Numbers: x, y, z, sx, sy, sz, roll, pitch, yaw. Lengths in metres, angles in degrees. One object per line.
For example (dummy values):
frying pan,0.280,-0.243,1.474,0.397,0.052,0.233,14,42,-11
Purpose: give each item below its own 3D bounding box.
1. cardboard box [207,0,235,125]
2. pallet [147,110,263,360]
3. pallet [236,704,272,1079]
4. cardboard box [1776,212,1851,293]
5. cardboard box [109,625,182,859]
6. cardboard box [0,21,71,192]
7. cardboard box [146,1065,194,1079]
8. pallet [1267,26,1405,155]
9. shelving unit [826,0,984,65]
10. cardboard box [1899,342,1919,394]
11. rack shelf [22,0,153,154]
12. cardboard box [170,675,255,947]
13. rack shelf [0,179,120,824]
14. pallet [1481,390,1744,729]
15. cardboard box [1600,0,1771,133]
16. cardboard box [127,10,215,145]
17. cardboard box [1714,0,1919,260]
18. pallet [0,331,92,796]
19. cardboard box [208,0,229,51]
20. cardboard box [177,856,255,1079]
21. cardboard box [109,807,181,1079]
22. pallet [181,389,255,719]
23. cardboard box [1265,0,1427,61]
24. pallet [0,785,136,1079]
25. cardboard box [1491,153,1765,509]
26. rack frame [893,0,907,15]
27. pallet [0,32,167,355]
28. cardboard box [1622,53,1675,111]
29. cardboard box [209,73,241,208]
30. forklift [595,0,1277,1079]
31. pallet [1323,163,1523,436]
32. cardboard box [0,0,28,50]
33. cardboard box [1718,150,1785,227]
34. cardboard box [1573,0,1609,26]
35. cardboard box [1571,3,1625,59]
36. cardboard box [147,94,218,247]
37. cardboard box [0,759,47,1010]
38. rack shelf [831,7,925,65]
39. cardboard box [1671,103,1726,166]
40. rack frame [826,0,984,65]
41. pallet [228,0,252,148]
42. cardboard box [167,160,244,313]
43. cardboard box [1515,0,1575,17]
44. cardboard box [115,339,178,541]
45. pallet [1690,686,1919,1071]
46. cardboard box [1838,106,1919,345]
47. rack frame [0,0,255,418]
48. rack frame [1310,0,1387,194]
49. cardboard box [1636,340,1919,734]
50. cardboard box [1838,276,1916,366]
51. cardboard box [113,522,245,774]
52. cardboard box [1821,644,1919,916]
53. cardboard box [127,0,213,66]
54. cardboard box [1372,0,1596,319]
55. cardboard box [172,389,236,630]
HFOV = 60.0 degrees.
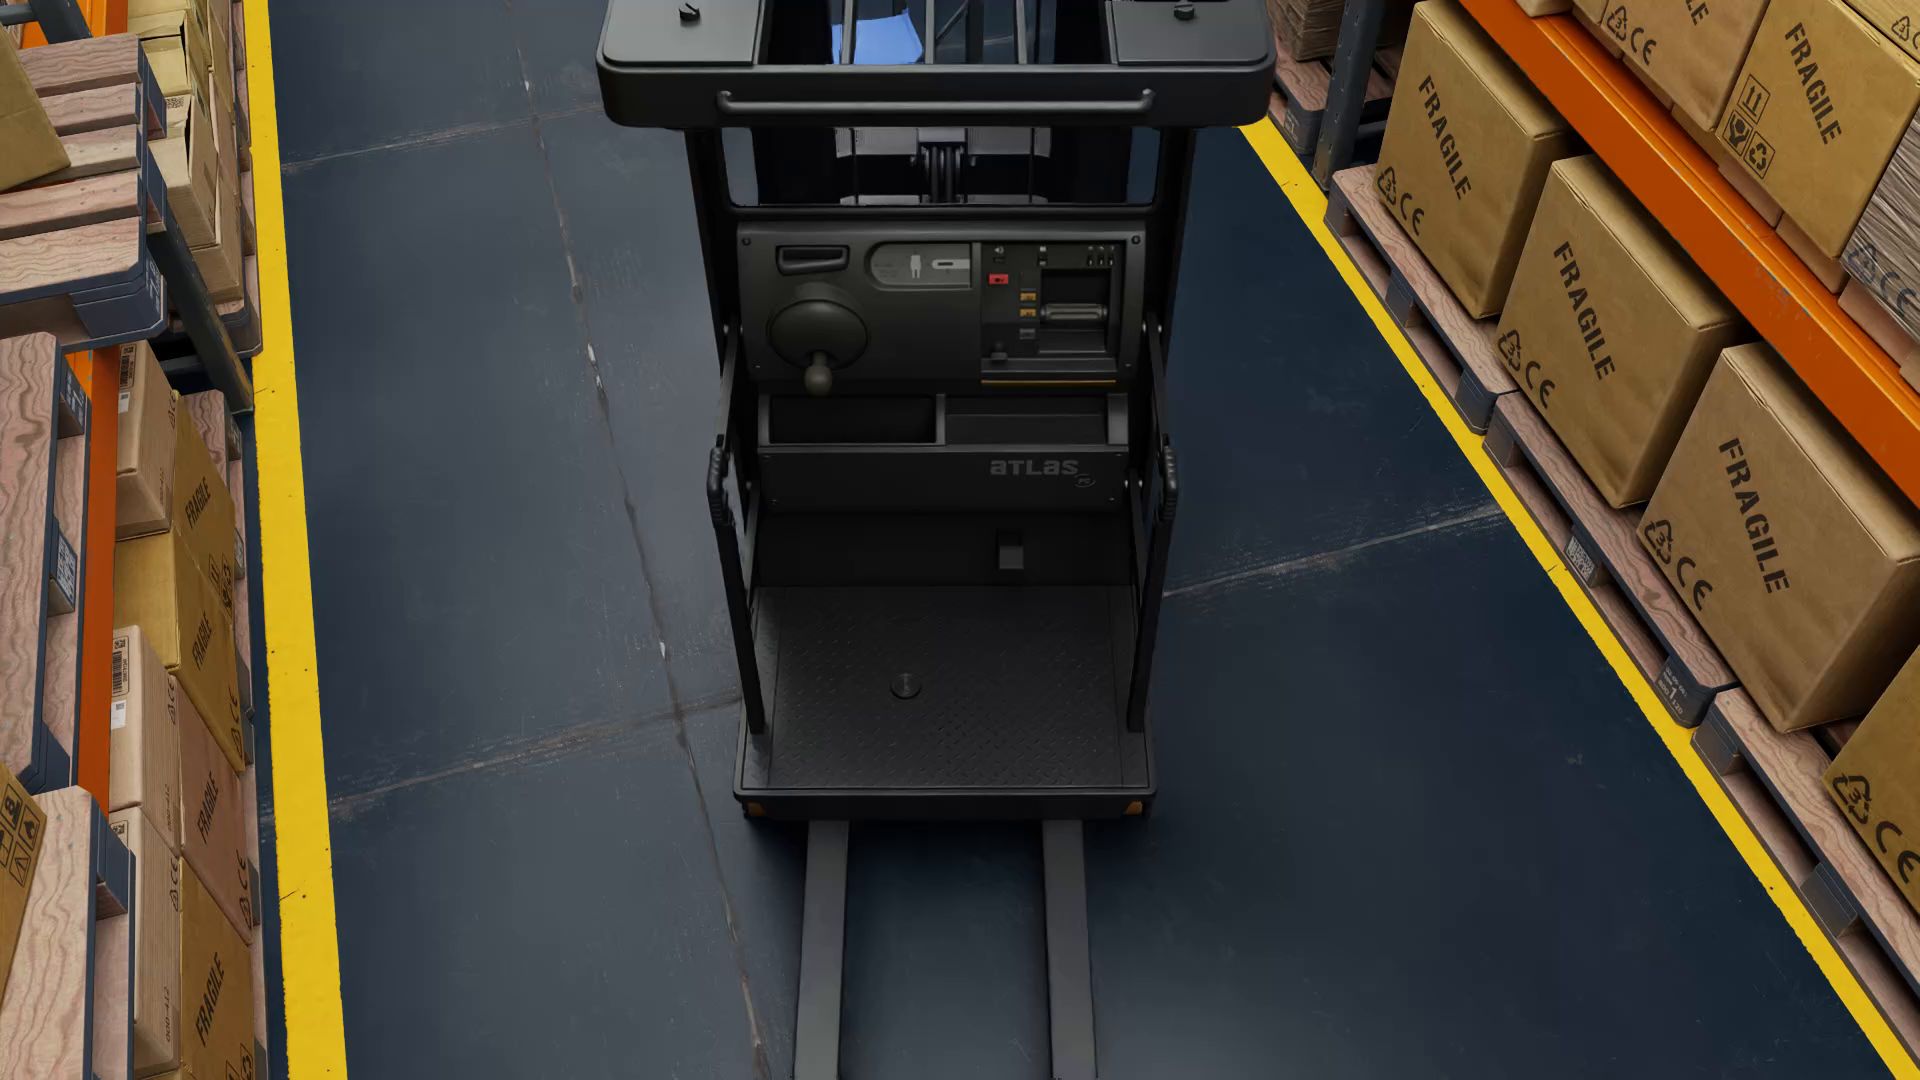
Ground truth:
cardboard box,-3.060,-1.771,6.305,0.500,0.250,0.500,-15,51,-12
pallet,-3.083,-1.039,5.988,1.003,0.211,1.213,-13,51,-11
pallet,-2.335,1.015,4.257,1.003,0.211,1.213,-13,51,-11
cardboard box,2.265,-0.772,4.090,0.380,0.149,0.250,-12,51,-10
cardboard box,-2.049,0.511,3.714,0.500,0.250,0.500,-14,51,-12
cardboard box,-2.583,-1.061,3.842,0.700,0.500,0.500,-30,56,-23
cardboard box,-1.772,1.462,3.403,0.500,0.500,0.500,-13,51,-10
pallet,1.625,-2.123,6.901,1.003,0.211,1.213,-13,51,-11
shelving unit,-0.307,-1.567,5.590,0.538,1.500,1.048,-12,51,-10
cardboard box,2.393,-0.389,3.767,0.380,0.149,0.250,-13,51,-11
rack shelf,-3.468,-2.556,5.914,1.077,0.370,4.000,-13,51,-11
cardboard box,-2.062,0.726,4.023,0.500,0.500,0.500,-15,52,-12
rack shelf,-2.285,0.365,3.451,1.077,0.370,4.000,-13,51,-11
pallet,2.373,-0.069,5.170,1.003,0.211,1.213,-13,51,-11
cardboard box,2.045,-1.425,4.216,0.500,0.500,0.500,-14,51,-11
cardboard box,-2.914,-1.588,5.784,0.500,0.311,0.500,-14,51,-12
cardboard box,2.207,-1.046,3.897,0.500,0.500,0.500,-12,51,-10
pallet,-2.297,0.154,3.284,1.003,0.211,1.213,-13,51,-11
cardboard box,-3.211,-2.145,6.621,0.500,0.250,0.500,-12,51,-10
cardboard box,-1.913,1.096,3.712,0.500,0.500,0.500,-13,51,-11
cardboard box,-1.900,0.877,3.405,0.500,0.250,0.500,-13,51,-11
pallet,-2.692,0.125,5.007,1.003,0.211,1.213,-13,51,-11
cardboard box,1.592,-2.301,6.575,0.700,0.500,0.500,-13,51,-10
pallet,-1.826,1.047,2.531,1.003,0.211,1.213,-13,51,-11
cardboard box,2.199,-0.685,4.997,0.750,0.750,0.750,-14,51,-11
rack frame,-0.438,-1.942,5.907,0.500,1.500,0.032,-12,51,-10
pallet,-2.609,-0.787,4.077,1.213,0.211,1.003,-13,51,-11
cardboard box,2.072,-1.340,4.569,0.380,0.149,0.250,-12,51,-10
cardboard box,-2.900,-1.393,5.986,0.500,0.250,0.500,-15,51,-12
forklift,-0.039,-0.430,3.695,1.130,2.935,3.031,0,50,0
pallet,2.016,-0.959,5.920,1.003,0.211,1.213,-13,51,-11
cardboard box,-2.942,-1.574,4.674,0.500,0.311,0.500,-10,51,-9
cardboard box,2.194,-0.965,4.253,0.380,0.149,0.250,-13,51,-11
cardboard box,1.900,-1.788,4.522,0.500,0.500,0.500,-12,51,-10
cardboard box,1.987,-1.528,4.728,0.380,0.149,0.250,-14,51,-11
cardboard box,-2.751,-1.206,5.462,0.500,0.311,0.500,-12,51,-10
cardboard box,-1.884,0.542,2.491,0.700,0.500,0.500,-6,50,-5
rack shelf,-0.307,-1.451,5.728,0.538,0.185,1.000,-12,51,-10
cardboard box,2.138,-1.150,4.408,0.380,0.149,0.250,-13,51,-10
rack frame,-0.176,-1.191,5.273,0.500,1.500,0.032,-12,51,-10
pallet,-3.440,-1.928,6.738,1.003,0.211,1.213,-13,51,-11
cardboard box,-2.751,-1.026,5.676,0.500,0.250,0.500,-13,51,-11
cardboard box,1.794,-1.684,4.859,0.380,0.149,0.250,-12,51,-10
cardboard box,-2.355,-0.235,4.343,0.500,0.250,0.500,-12,51,-10
pallet,2.737,0.823,4.418,1.003,0.211,1.213,-13,51,-11
cardboard box,2.359,-0.683,3.591,0.500,0.500,0.500,-13,51,-11
rack frame,-2.877,-1.328,4.407,1.000,3.000,0.127,-13,51,-11
rack frame,1.854,-2.450,5.354,1.000,3.000,0.127,-13,51,-11
cardboard box,2.455,-0.065,4.474,0.750,0.750,0.750,-12,51,-10
cardboard box,2.333,-0.575,3.924,0.380,0.149,0.250,-15,51,-12
cardboard box,-2.223,0.344,4.345,0.500,0.500,0.500,-15,51,-12
cardboard box,2.721,0.583,3.928,0.750,0.750,0.750,-13,51,-11
cardboard box,-3.063,-1.961,6.098,0.500,0.311,0.500,-15,51,-12
cardboard box,1.947,-1.326,5.537,0.750,0.750,0.750,-14,51,-11
cardboard box,-2.376,-0.034,4.664,0.500,0.500,0.500,-12,51,-10
